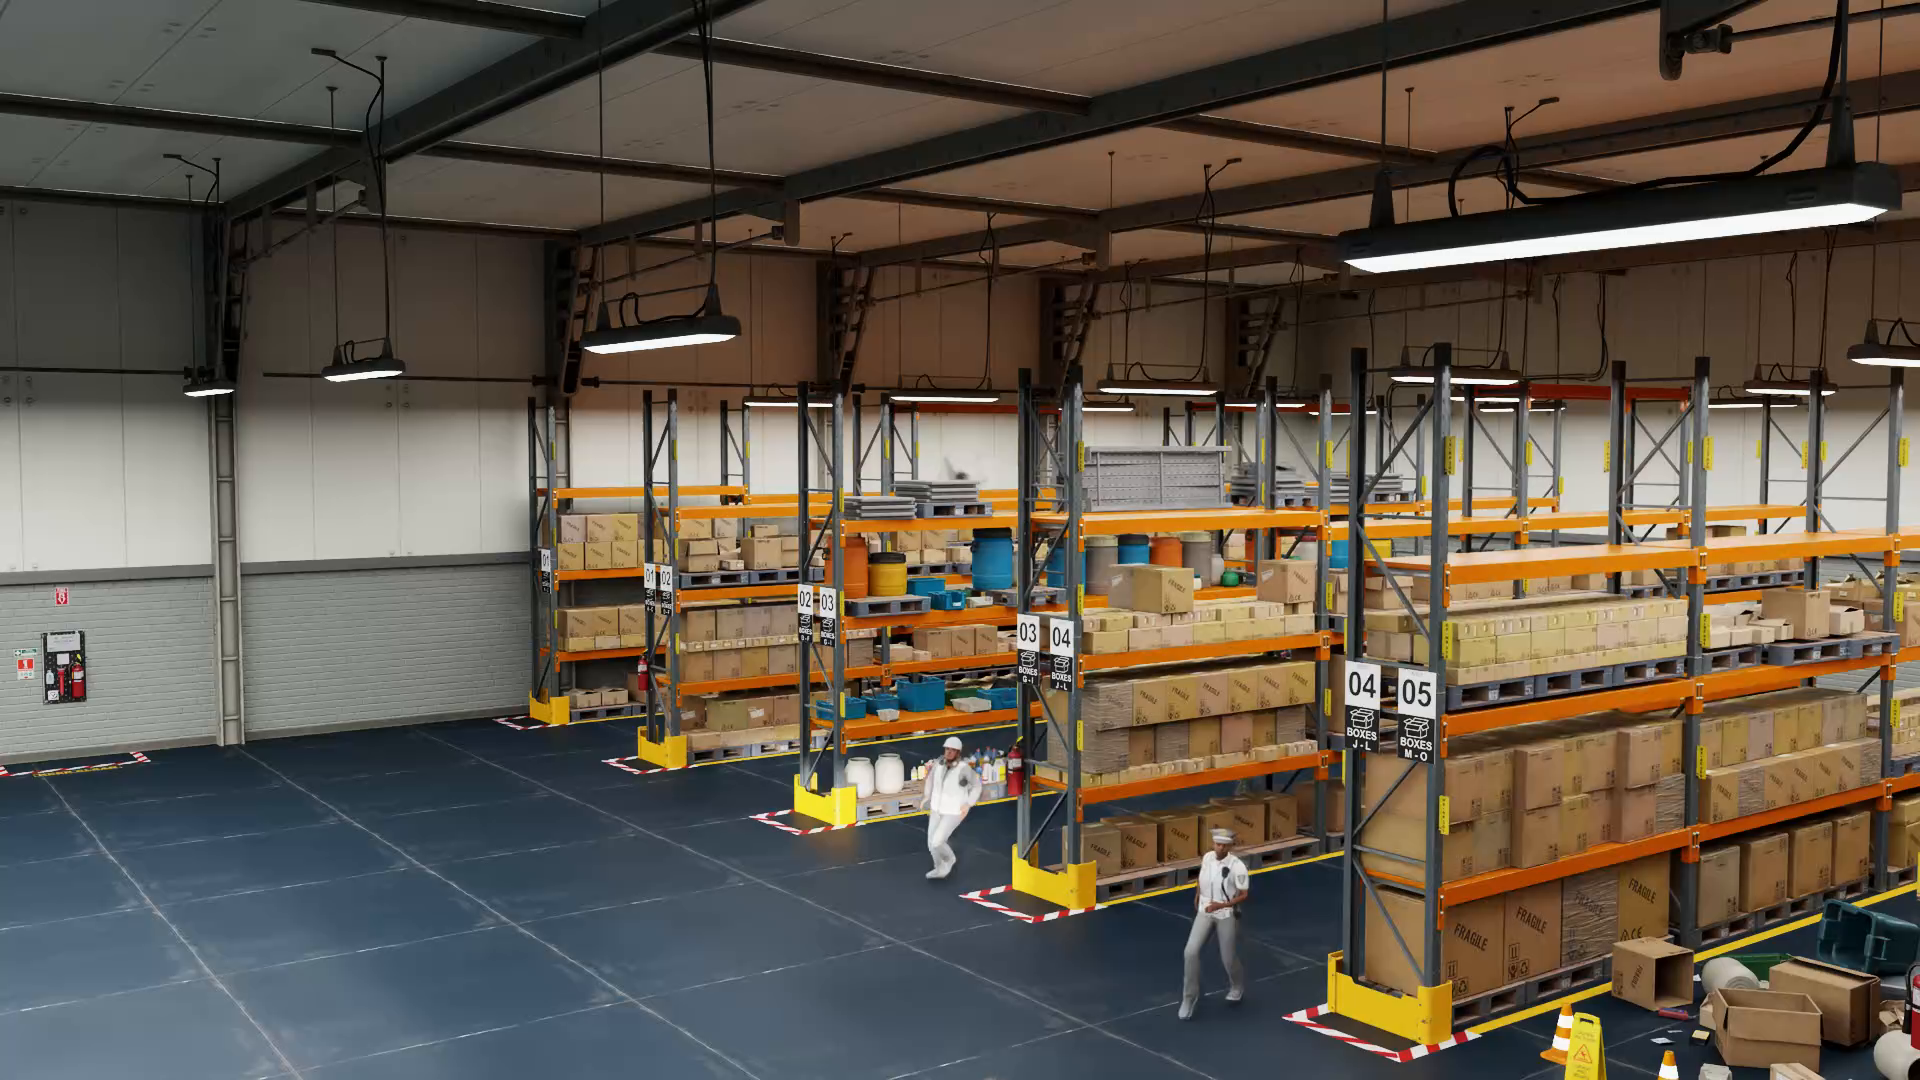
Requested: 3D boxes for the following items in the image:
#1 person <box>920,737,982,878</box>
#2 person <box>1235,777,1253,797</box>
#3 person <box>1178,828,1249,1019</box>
[{"bbox_3d":[-0.155,3.152,19.456,0.713,1.712,0.557,3,4,38],"label":"person"},{"bbox_3d":[4.028,2.921,23.828,0.548,1.662,0.623,-3,5,-44],"label":"person"},{"bbox_3d":[2.350,3.443,15.068,0.579,1.727,0.779,2,4,34],"label":"person"}]
